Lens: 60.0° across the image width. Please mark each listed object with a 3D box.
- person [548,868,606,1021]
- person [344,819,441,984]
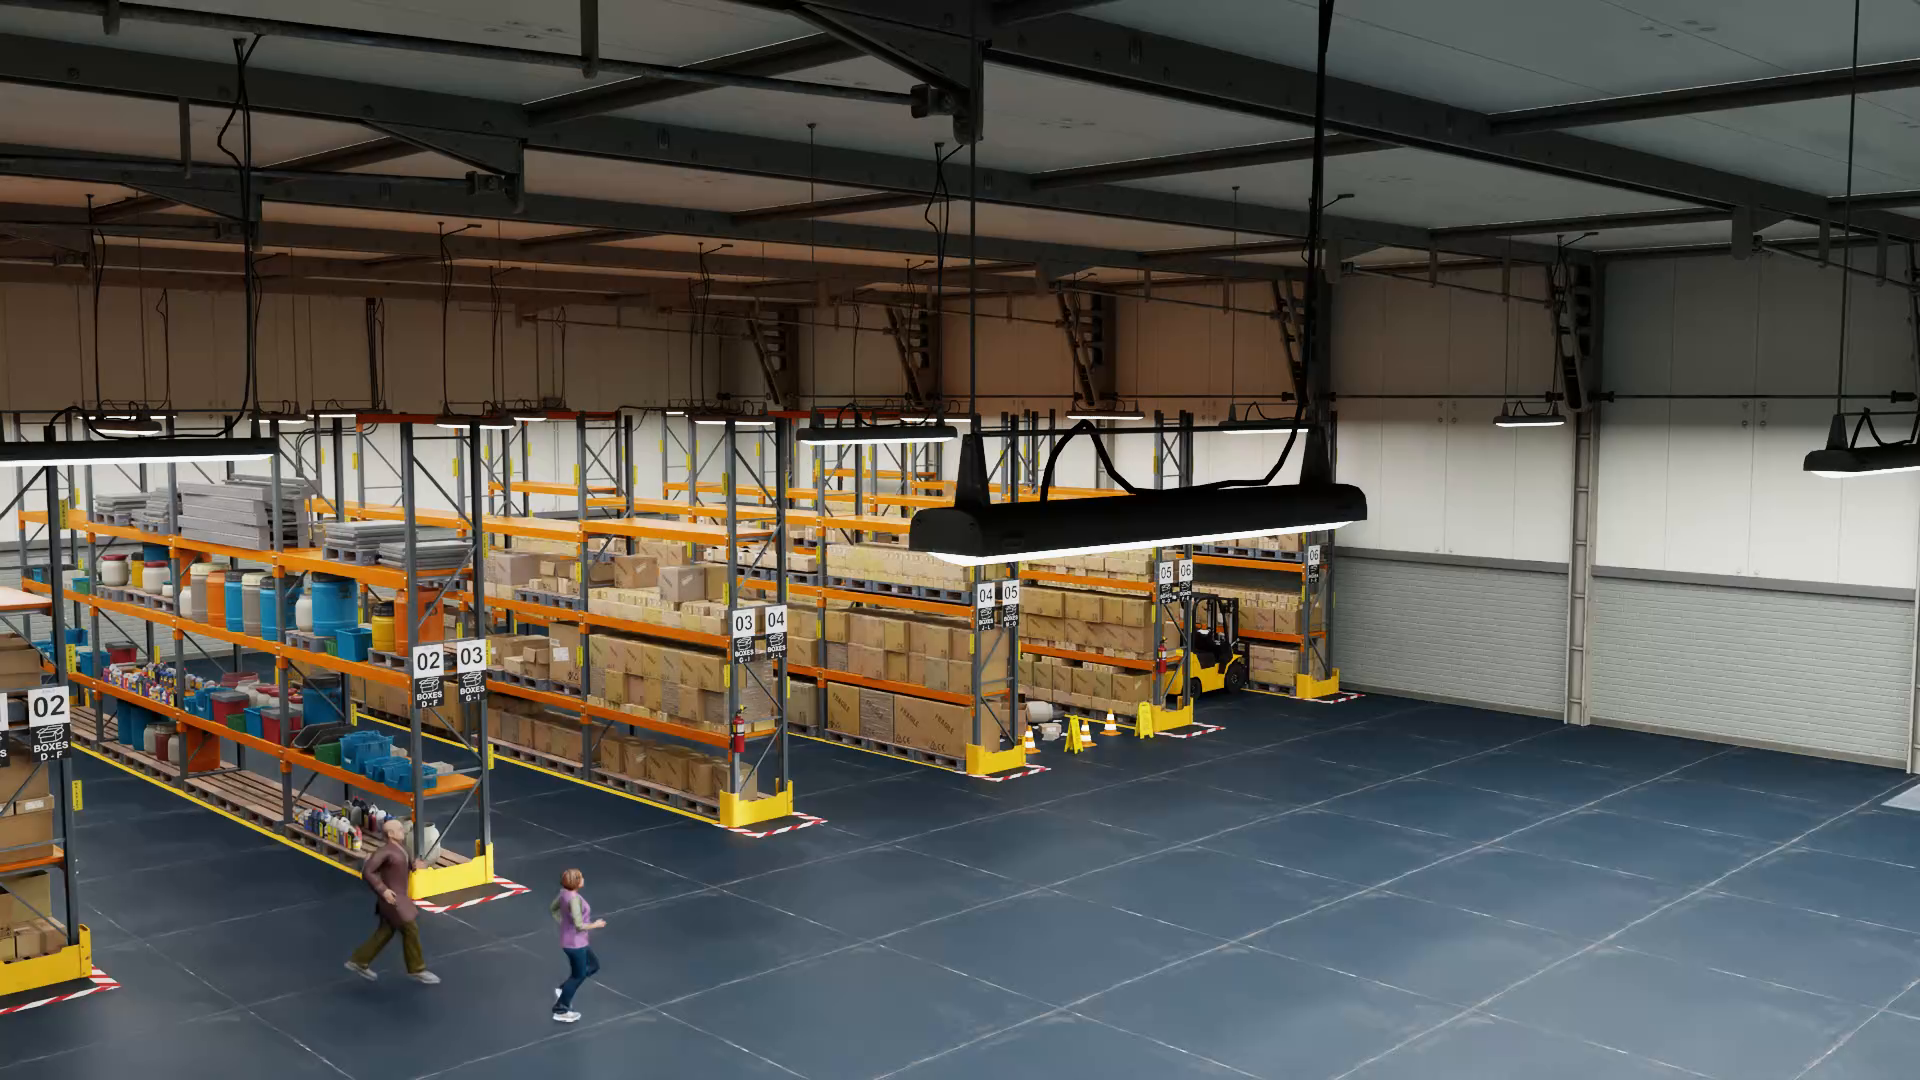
[{"bbox_3d":[-3.867,4.082,16.860,0.563,1.563,0.522,-2,5,-23],"label":"person"},{"bbox_3d":[-6.113,3.886,17.874,0.972,1.813,0.681,-1,5,-15],"label":"person"}]
